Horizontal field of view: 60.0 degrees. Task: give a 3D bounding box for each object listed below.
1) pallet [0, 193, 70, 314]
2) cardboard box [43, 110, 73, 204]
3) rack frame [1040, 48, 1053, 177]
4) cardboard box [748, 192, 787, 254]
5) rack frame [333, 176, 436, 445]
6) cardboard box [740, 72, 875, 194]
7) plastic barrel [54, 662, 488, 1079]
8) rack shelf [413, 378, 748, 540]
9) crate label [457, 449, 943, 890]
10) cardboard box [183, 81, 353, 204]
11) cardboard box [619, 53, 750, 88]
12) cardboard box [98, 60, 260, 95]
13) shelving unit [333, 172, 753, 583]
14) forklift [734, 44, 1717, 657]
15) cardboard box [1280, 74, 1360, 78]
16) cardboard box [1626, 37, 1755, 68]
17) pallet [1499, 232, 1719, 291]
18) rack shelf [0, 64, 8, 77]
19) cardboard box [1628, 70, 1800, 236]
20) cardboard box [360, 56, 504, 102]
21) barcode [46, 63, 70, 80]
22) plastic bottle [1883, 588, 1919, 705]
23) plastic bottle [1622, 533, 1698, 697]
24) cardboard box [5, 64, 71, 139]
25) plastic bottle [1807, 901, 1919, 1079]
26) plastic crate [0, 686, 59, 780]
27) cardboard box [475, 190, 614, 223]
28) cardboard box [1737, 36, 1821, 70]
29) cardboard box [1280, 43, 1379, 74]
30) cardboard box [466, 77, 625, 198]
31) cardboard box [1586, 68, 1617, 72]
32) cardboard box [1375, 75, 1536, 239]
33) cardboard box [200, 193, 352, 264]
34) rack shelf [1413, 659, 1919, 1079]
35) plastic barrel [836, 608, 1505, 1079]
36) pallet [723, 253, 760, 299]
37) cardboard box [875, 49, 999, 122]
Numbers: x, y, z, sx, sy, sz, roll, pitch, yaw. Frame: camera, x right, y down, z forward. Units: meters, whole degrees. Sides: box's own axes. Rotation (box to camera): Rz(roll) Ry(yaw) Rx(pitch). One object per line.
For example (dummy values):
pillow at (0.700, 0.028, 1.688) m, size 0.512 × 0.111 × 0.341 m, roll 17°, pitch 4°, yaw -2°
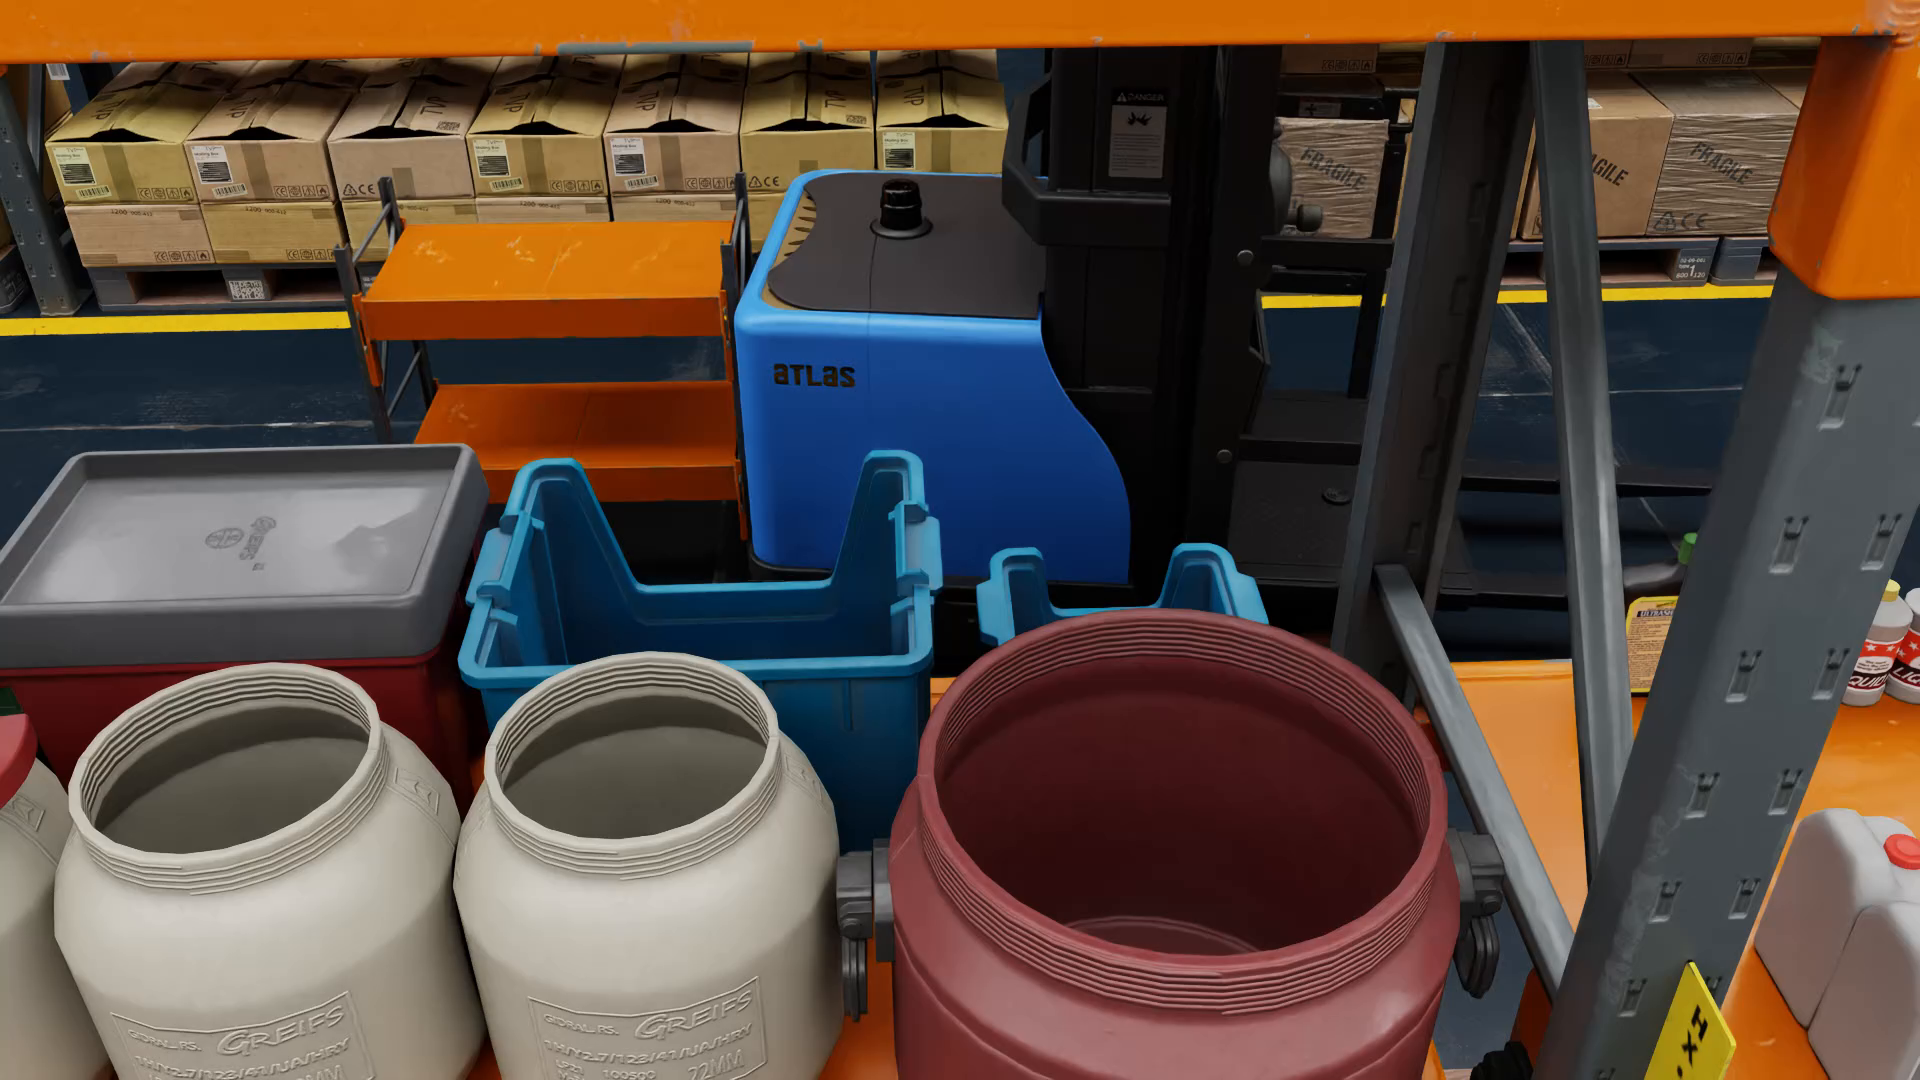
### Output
pallet at (-4.350, -1.243, 6.860) m, size 1.213 × 0.211 × 1.003 m, roll -2°, pitch 35°, yaw -2°
cardboard box at (-4.032, -1.589, 6.957) m, size 0.500 × 0.250 × 0.500 m, roll -2°, pitch 35°, yaw -2°
rack frame at (0.441, -2.495, 6.219) m, size 0.127 × 3.000 × 1.000 m, roll -2°, pitch 35°, yaw -2°
cardboard box at (-0.587, -1.368, 6.638) m, size 0.500 × 0.250 × 0.500 m, roll -2°, pitch 35°, yaw -3°
rack frame at (-1.644, -0.443, 4.902) m, size 0.032 × 1.125 × 0.500 m, roll -1°, pitch 35°, yaw -1°
cardboard box at (-0.589, -1.596, 6.474) m, size 0.500 × 0.311 × 0.500 m, roll -2°, pitch 35°, yaw -3°
plastic barrel at (-0.766, 0.436, 1.887) m, size 0.421 × 0.512 × 0.421 m, roll 0°, pitch 35°, yaw 0°
rack shelf at (-1.136, -0.251, 5.054) m, size 1.000 × 0.278 × 0.538 m, roll -1°, pitch 35°, yaw -1°
crate label at (-0.333, 0.179, 2.324) m, size 0.616 × 0.435 × 0.502 m, roll -2°, pitch 35°, yaw -2°
cardboard box at (-2.629, -1.540, 6.393) m, size 0.500 × 0.311 × 0.500 m, roll -2°, pitch 35°, yaw -3°
cardboard box at (-1.129, -1.889, 6.898) m, size 0.500 × 0.311 × 0.500 m, roll -2°, pitch 35°, yaw -4°
cardboard box at (-3.163, -1.833, 6.818) m, size 0.500 × 0.311 × 0.500 m, roll -2°, pitch 35°, yaw -2°
shelving unit at (-1.136, -0.452, 4.915) m, size 1.048 × 1.125 × 0.538 m, roll -1°, pitch 35°, yaw -1°
forklift at (0.952, -1.096, 4.258) m, size 3.031 × 2.935 × 1.130 m, roll 3°, pitch 35°, yaw 4°
cardboard box at (1.365, -1.806, 7.034) m, size 0.500 × 0.500 × 0.500 m, roll 0°, pitch 35°, yaw 0°
cardboard box at (2.943, -2.162, 6.890) m, size 0.500 × 0.250 × 0.500 m, roll -1°, pitch 35°, yaw -2°
pallet at (2.405, -1.378, 7.056) m, size 1.213 × 0.211 × 1.003 m, roll -2°, pitch 35°, yaw -2°
rack shelf at (-1.556, -2.145, 6.346) m, size 4.000 × 0.370 × 1.077 m, roll -2°, pitch 35°, yaw -2°
cardboard box at (2.962, -1.558, 6.675) m, size 0.500 × 0.500 × 0.500 m, roll -1°, pitch 35°, yaw -2°
cardboard box at (-2.145, -1.863, 6.861) m, size 0.500 × 0.311 × 0.500 m, roll -2°, pitch 35°, yaw -2°
barcode at (-3.279, -1.705, 6.044) m, size 0.075 × 0.075 × 0.001 m, roll -2°, pitch 35°, yaw -2°
plastic bottle at (1.500, 0.148, 2.575) m, size 0.097 × 0.201 × 0.097 m, roll 0°, pitch 35°, yaw 0°
plastic bottle at (1.056, 0.116, 2.550) m, size 0.133 × 0.283 × 0.061 m, roll -2°, pitch 35°, yaw -2°
cardboard box at (-4.032, -1.903, 6.752) m, size 0.500 × 0.500 × 0.500 m, roll -2°, pitch 35°, yaw -2°
plastic bottle at (1.120, 0.544, 1.937) m, size 0.135 × 0.276 × 0.152 m, roll -2°, pitch 35°, yaw -2°
plastic crate at (-1.597, 0.309, 2.355) m, size 0.662 × 0.188 × 0.450 m, roll -2°, pitch 35°, yaw -2°
cardboard box at (-1.603, -1.341, 6.599) m, size 0.500 × 0.250 × 0.500 m, roll -1°, pitch 35°, yaw -1°
cardboard box at (3.410, -1.860, 7.112) m, size 0.500 × 0.500 × 0.500 m, roll -1°, pitch 35°, yaw -2°
cardboard box at (1.421, -2.119, 6.827) m, size 0.500 × 0.250 × 0.500 m, roll 0°, pitch 35°, yaw 0°
cardboard box at (-1.594, -1.571, 6.439) m, size 0.500 × 0.311 × 0.500 m, roll -1°, pitch 35°, yaw -1°
cardboard box at (2.405, -1.838, 7.080) m, size 0.500 × 0.500 × 0.500 m, roll -3°, pitch 35°, yaw -4°
cardboard box at (1.934, -1.526, 6.628) m, size 0.500 × 0.500 × 0.500 m, roll -2°, pitch 35°, yaw -3°
cardboard box at (-2.629, -1.312, 6.557) m, size 0.500 × 0.250 × 0.500 m, roll -1°, pitch 35°, yaw -1°
rack shelf at (2.670, 0.563, 2.433) m, size 4.000 × 0.370 × 1.077 m, roll -2°, pitch 35°, yaw -2°
plastic barrel at (0.223, 0.450, 1.845) m, size 0.708 × 0.536 × 0.600 m, roll -2°, pitch 35°, yaw -2°
pallet at (-0.383, -1.348, 7.012) m, size 1.213 × 0.211 × 1.003 m, roll -2°, pitch 35°, yaw -2°
cardboard box at (-0.096, -1.920, 6.943) m, size 0.500 × 0.311 × 0.500 m, roll 0°, pitch 35°, yaw -1°
